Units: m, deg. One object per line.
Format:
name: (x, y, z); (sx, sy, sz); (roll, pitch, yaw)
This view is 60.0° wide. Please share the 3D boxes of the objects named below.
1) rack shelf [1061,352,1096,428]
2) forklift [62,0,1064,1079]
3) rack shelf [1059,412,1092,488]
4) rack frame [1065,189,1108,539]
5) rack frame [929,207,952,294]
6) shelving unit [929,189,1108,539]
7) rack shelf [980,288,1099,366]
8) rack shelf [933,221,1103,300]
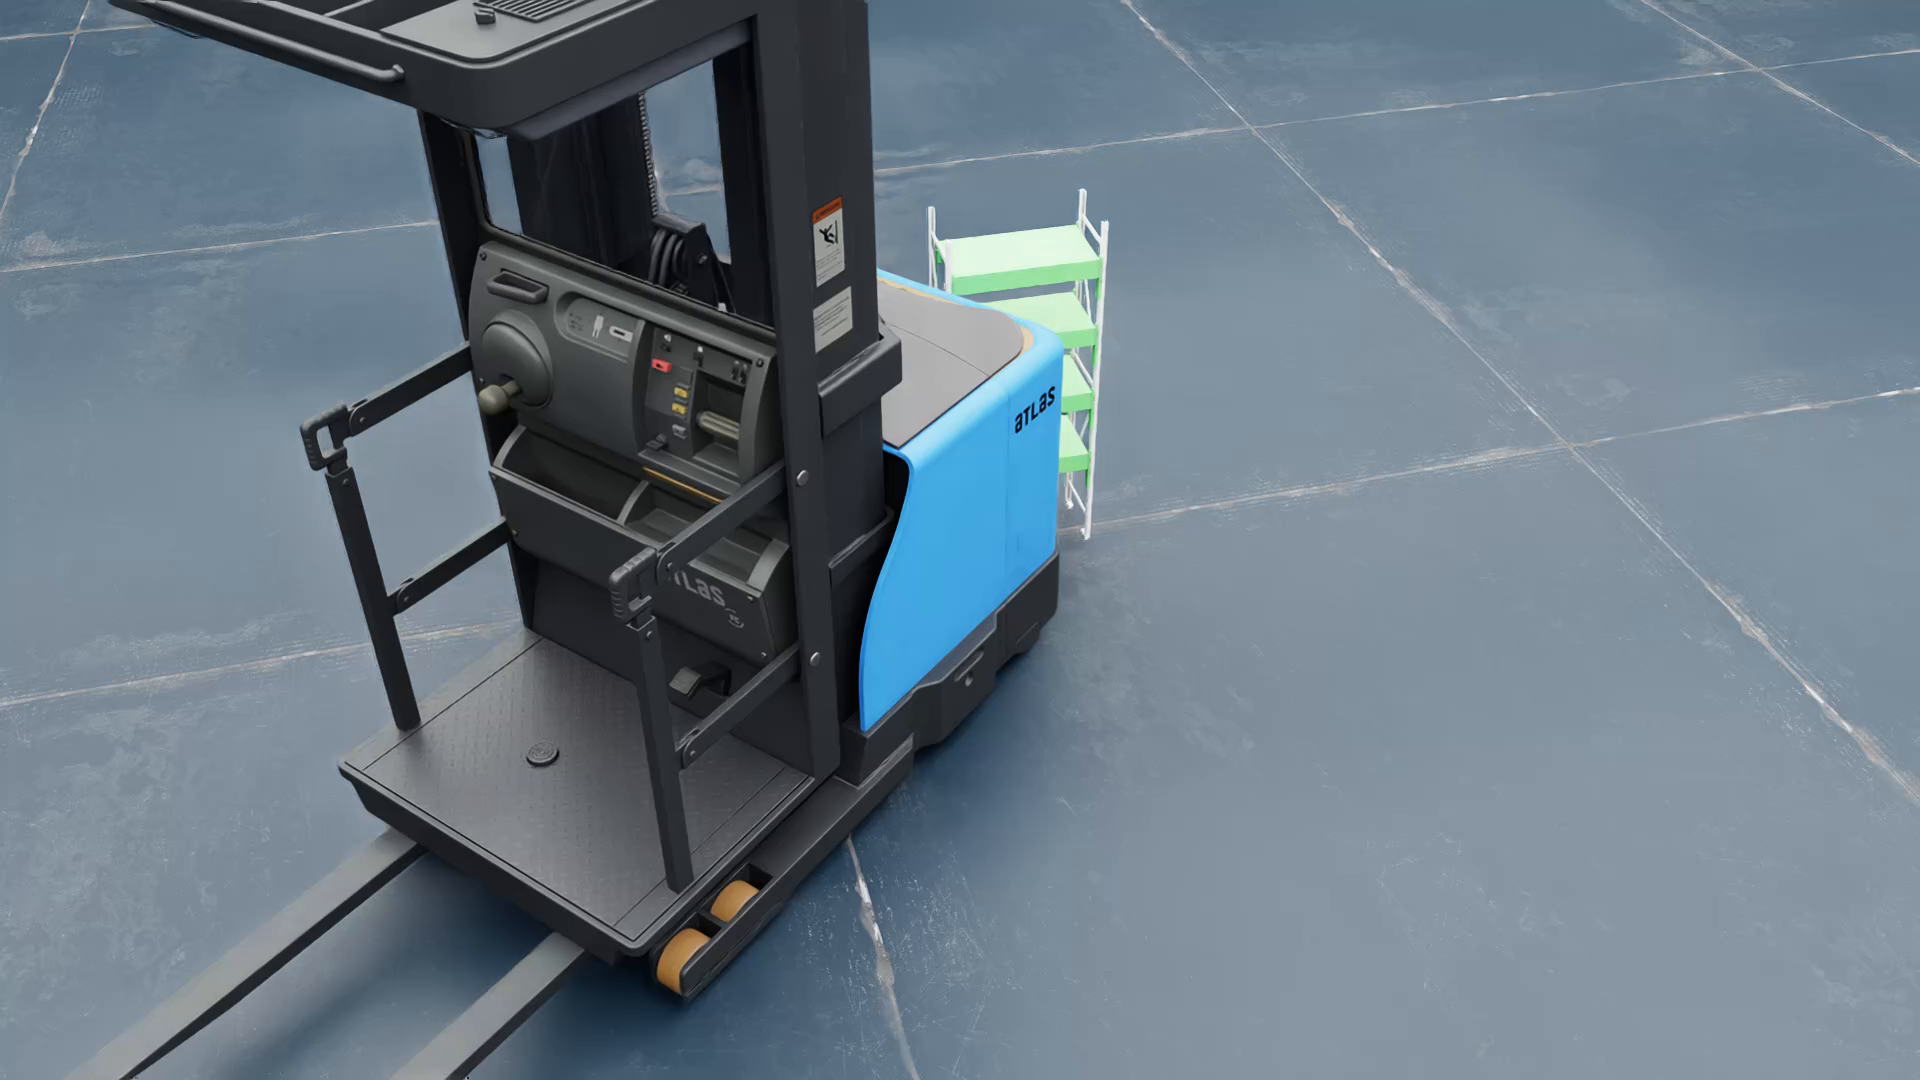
rack shelf: (0.176, -0.464, 5.474); (0.480, 0.148, 0.258); (-9, 38, -11)
forklift: (-0.937, -0.341, 3.784); (1.130, 2.935, 3.031); (23, 43, 27)
rack shelf: (0.176, -0.273, 5.620); (0.480, 0.148, 0.258); (-9, 38, -11)
rack frame: (0.412, -0.551, 5.483); (0.015, 1.200, 0.240); (-9, 38, -11)
rack frame: (-0.060, -0.478, 5.387); (0.015, 1.200, 0.240); (-9, 38, -11)
shelving unit: (0.176, -0.515, 5.435); (0.503, 1.200, 0.258); (-9, 38, -11)
rack shelf: (0.176, -0.654, 5.328); (0.480, 0.148, 0.258); (-9, 38, -11)
rack shelf: (0.176, -0.845, 5.182); (0.480, 0.148, 0.258); (-9, 38, -11)
